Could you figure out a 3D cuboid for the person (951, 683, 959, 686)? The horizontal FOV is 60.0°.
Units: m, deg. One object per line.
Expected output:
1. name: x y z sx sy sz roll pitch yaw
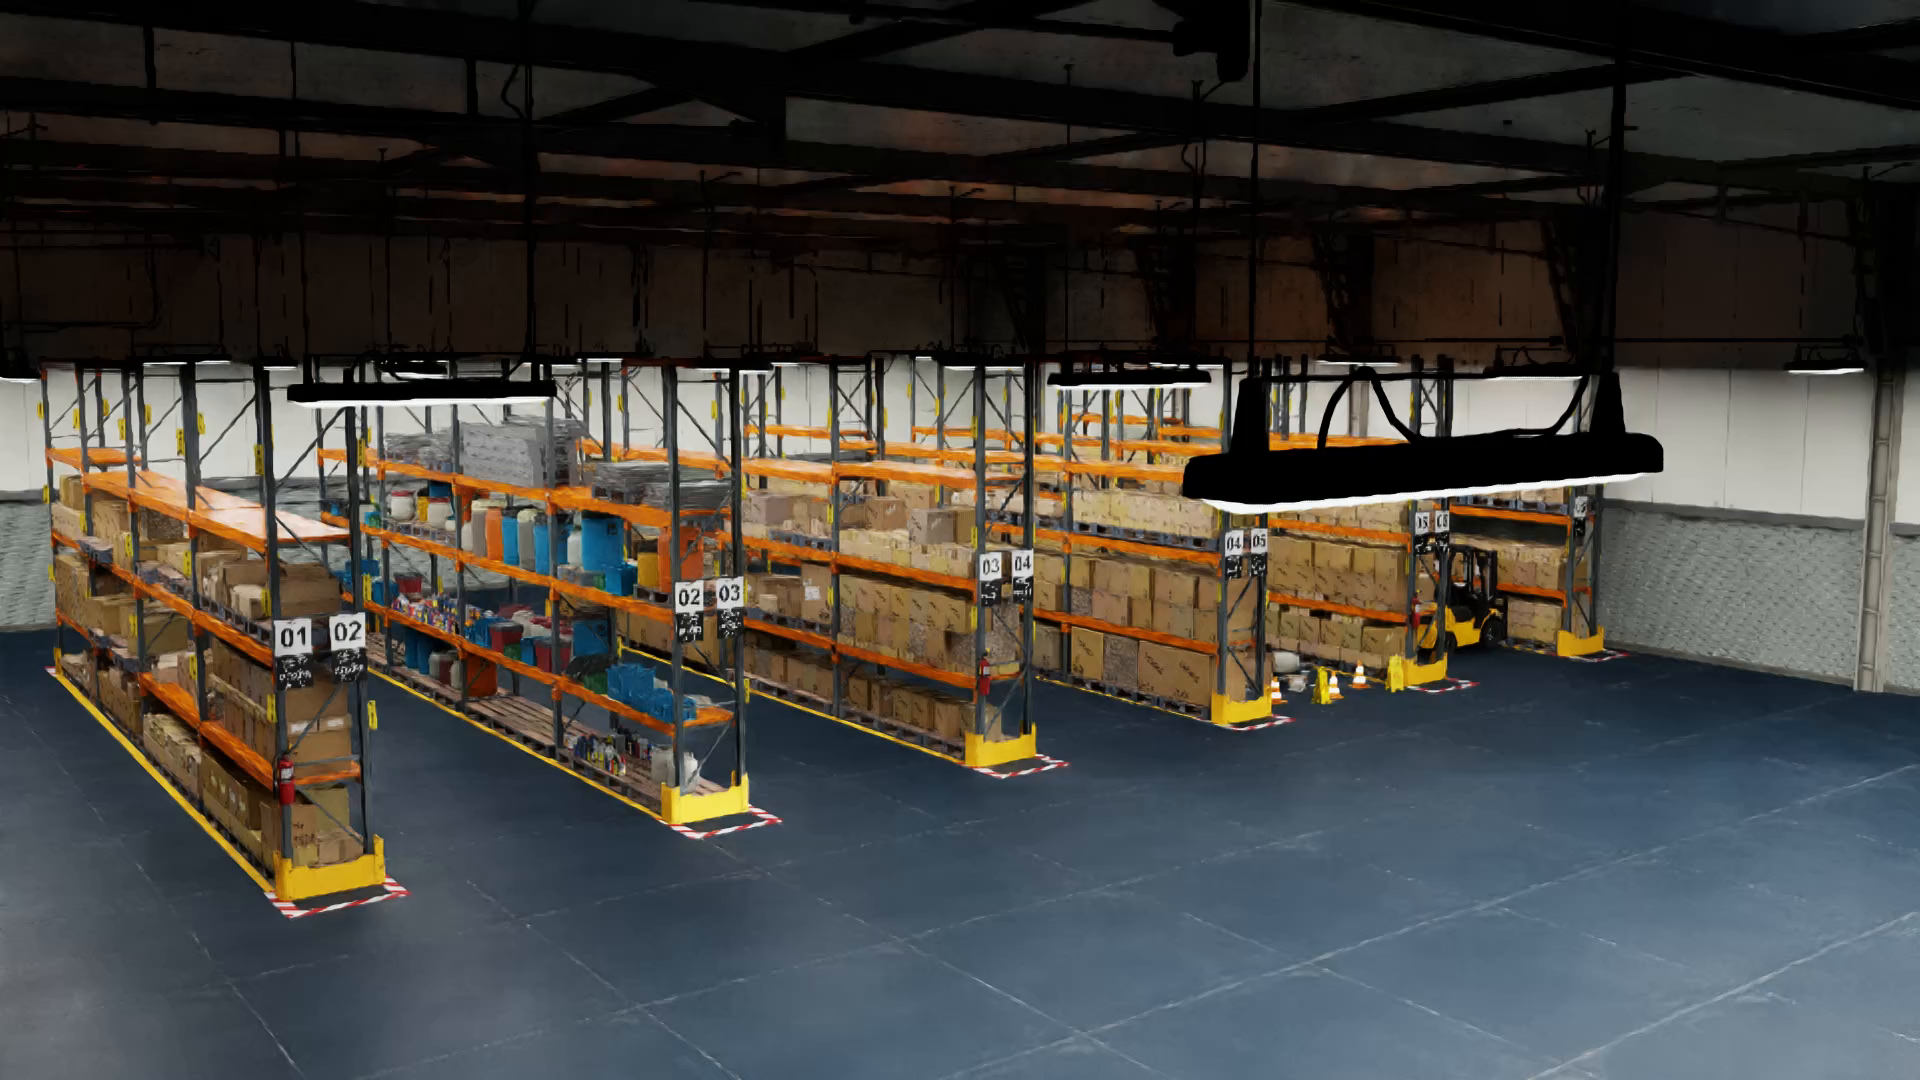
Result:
1. person: 0.144 1.824 30.463 0.677 1.741 0.552 -5 9 -38
